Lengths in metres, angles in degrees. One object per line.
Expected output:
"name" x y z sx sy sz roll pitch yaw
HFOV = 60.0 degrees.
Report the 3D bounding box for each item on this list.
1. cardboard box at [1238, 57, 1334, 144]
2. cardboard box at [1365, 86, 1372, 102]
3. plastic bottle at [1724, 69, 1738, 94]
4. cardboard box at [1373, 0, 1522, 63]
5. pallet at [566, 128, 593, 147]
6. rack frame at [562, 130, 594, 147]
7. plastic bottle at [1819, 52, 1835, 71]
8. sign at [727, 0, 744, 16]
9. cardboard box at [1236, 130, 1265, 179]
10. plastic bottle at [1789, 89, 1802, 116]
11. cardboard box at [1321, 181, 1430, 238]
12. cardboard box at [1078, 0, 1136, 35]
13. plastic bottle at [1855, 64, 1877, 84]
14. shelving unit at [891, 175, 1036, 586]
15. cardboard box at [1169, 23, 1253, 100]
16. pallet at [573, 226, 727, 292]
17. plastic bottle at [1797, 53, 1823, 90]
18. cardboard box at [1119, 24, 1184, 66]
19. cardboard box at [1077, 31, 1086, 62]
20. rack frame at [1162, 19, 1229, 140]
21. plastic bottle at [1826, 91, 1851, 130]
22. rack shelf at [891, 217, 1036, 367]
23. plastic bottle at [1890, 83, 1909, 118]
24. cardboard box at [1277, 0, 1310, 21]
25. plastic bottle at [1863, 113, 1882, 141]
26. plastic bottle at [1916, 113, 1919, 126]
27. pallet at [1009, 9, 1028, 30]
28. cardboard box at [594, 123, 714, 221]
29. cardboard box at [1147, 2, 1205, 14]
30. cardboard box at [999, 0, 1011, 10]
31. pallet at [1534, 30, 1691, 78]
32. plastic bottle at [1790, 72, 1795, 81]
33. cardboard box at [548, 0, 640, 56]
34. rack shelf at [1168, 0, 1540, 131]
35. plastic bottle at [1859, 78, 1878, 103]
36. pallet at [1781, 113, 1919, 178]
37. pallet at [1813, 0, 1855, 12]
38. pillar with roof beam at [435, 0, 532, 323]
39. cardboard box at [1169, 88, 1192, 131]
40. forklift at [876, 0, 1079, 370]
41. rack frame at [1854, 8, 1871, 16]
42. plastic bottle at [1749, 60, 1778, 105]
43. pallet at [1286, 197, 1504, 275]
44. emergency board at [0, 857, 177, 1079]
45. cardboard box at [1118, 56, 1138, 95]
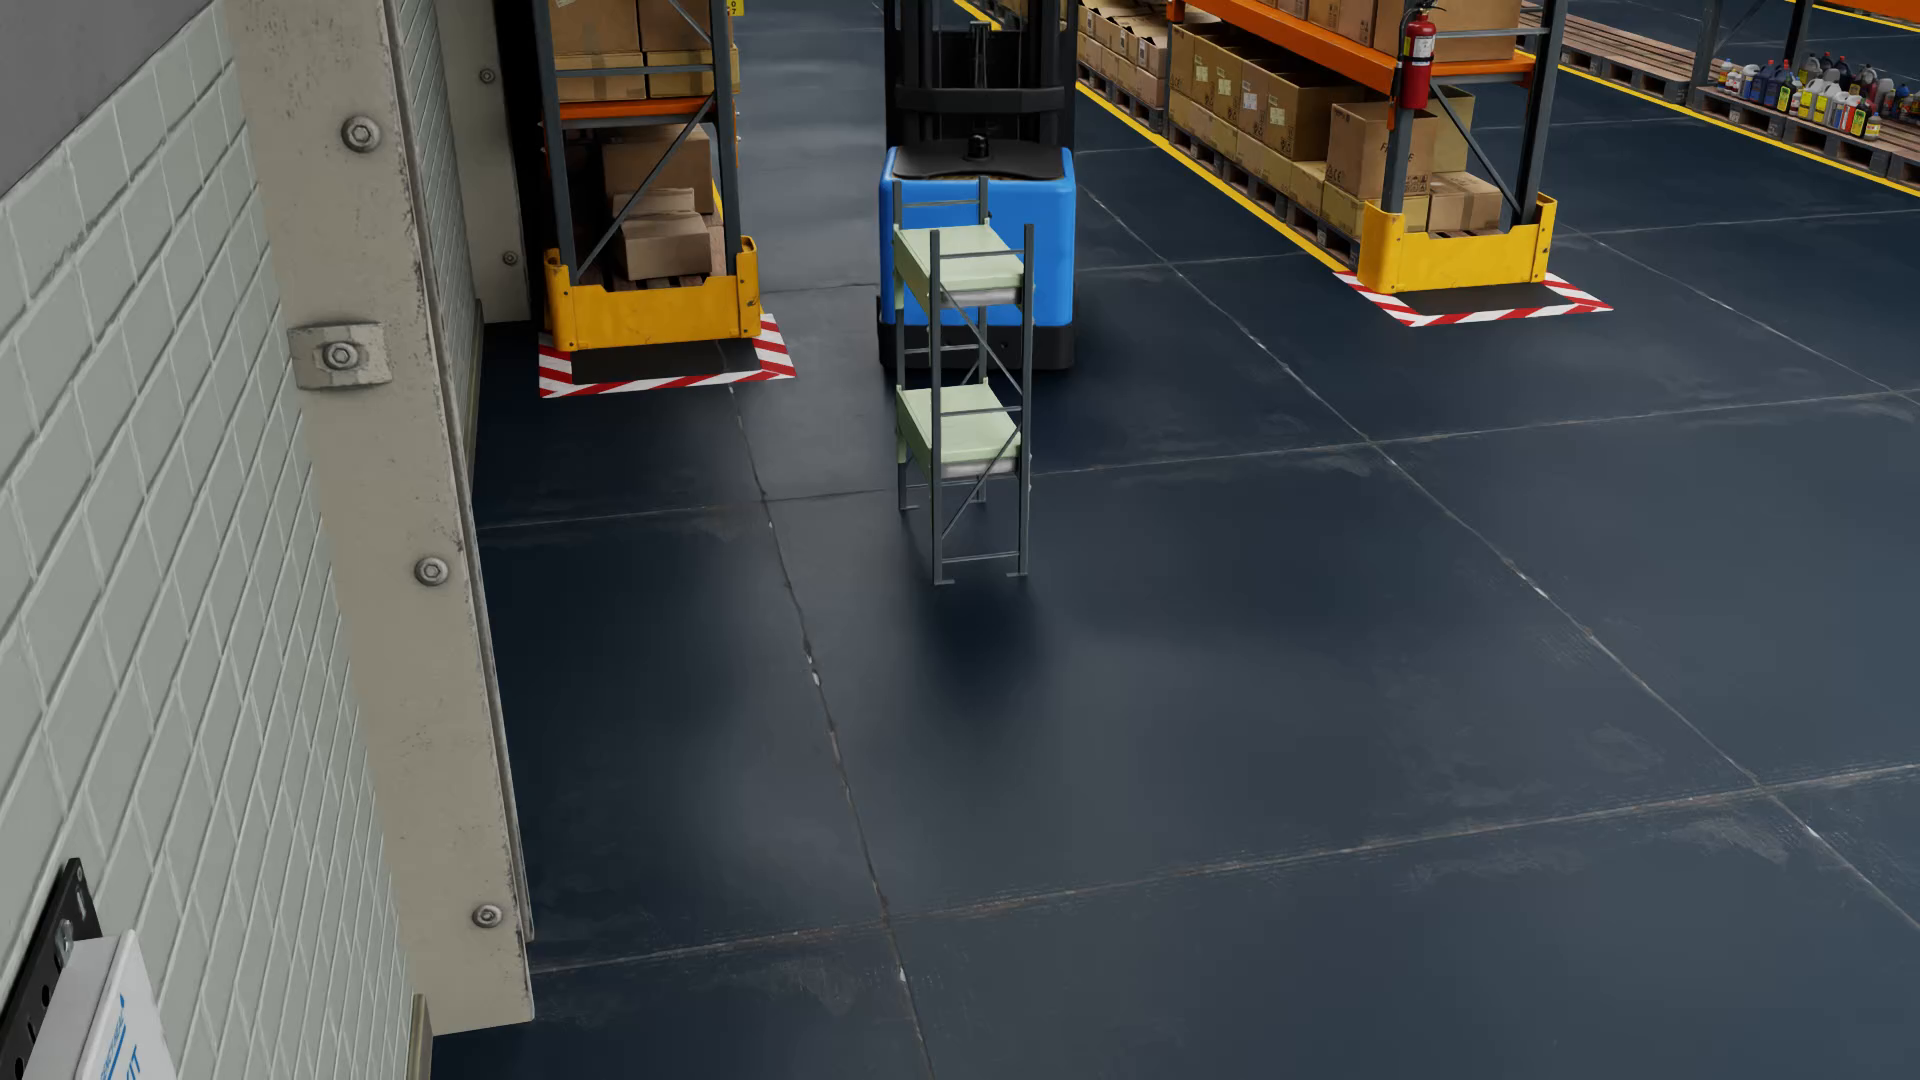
"cardboard box" 2.336 -3.155 11.926 0.500 0.500 0.500 -6 27 -12
"cardboard box" 2.954 -2.989 11.595 0.500 0.500 0.500 -6 27 -12
"plastic bottle" 6.691 -3.974 14.411 0.097 0.201 0.097 0 27 0
"cardboard box" 3.005 -3.249 10.247 0.700 0.500 0.500 -6 27 -12
"pallet" -2.806 -3.346 13.646 1.003 0.211 1.213 -6 27 -12
"rack frame" -2.629 -4.250 12.340 1.000 3.000 0.127 -6 27 -12
"plastic bottle" 7.449 -4.016 14.329 0.144 0.351 0.185 -7 28 -13
"sign" -1.199 -2.935 8.776 0.100 0.325 0.005 -6 27 -12
"cardboard box" 2.339 -2.821 12.095 0.500 0.250 0.500 -6 27 -12
"plastic bottle" 6.884 -3.597 13.664 0.097 0.201 0.097 0 27 0
"cardboard box" 2.689 -2.164 10.793 0.500 0.250 0.500 -6 27 -12
"cardboard box" 1.366 -5.007 15.804 0.500 0.311 0.500 -7 28 -13
"plastic bottle" 7.565 -3.790 13.881 0.144 0.351 0.185 -6 27 -12
"shelving unit" 0.002 -0.667 6.906 0.431 1.500 0.755 -6 27 -12
"cardboard box" 1.996 -3.814 13.230 0.500 0.500 0.500 -6 27 -12
"pallet" -1.893 -1.642 10.270 1.003 0.211 1.213 -6 27 -12
"plastic bottle" 7.309 -4.001 14.300 0.144 0.351 0.185 -6 27 -12
"cardboard box" 1.702 -4.341 14.485 0.500 0.311 0.500 -5 27 -10
"cardboard box" 1.364 -4.762 15.942 0.500 0.250 0.500 -7 28 -13
"rack frame" 2.196 -4.754 13.340 1.000 3.000 0.127 -6 27 -12
"plastic bottle" 7.022 -3.416 13.224 0.152 0.276 0.135 -7 28 -13
"rack shelf" 0.002 -1.015 6.730 0.431 0.370 0.720 -6 27 -12
"plastic bottle" 7.674 -3.589 13.571 0.097 0.271 0.097 0 27 0
"cardboard box" 2.653 -3.928 11.593 0.700 0.500 0.500 -5 27 -10
"plastic bottle" 7.084 -3.209 12.895 0.097 0.201 0.097 0 27 0
"plastic bottle" 7.742 -3.456 13.308 0.097 0.271 0.097 0 27 0
"pallet" 1.163 -5.597 18.105 1.003 0.211 1.213 -6 27 -12
"cardboard box" -2.041 -2.464 11.089 0.700 0.500 0.500 -8 28 -15
"cardboard box" 1.998 -4.846 15.485 0.500 0.311 0.500 -5 27 -10
"cardboard box" 0.739 -6.205 18.500 0.500 0.500 0.500 -7 28 -13
"pallet" 6.530 -4.888 16.700 1.003 0.211 1.213 -6 27 -12
"plastic bottle" 6.951 -3.786 13.962 0.097 0.271 0.097 0 27 0
"cardboard box" -2.041 -2.956 9.089 0.500 0.500 0.500 -6 27 -12
"rack shelf" 2.647 -3.555 11.763 1.077 0.370 4.000 -6 27 -12
"plastic bottle" 7.494 -3.677 13.733 0.061 0.283 0.133 -6 27 -12
"pallet" 7.412 -3.175 13.306 1.003 0.211 1.213 -6 27 -12
"pallet" 10.843 -6.623 20.138 1.003 0.211 1.213 -6 27 -12
"pillar with roof beam" 1.466 -5.828 8.811 9.100 9.000 0.400 -6 27 -12
"cardboard box" 2.005 -3.480 13.401 0.500 0.250 0.500 -6 27 -12
"forklift" 0.123 -2.842 9.628 1.130 2.935 3.031 1 27 1
"rack frame" 10.947 -7.515 18.809 1.000 3.000 0.127 -6 27 -12
"plastic bottle" 6.801 -3.873 14.046 0.144 0.351 0.185 -5 27 -10
"pallet" 2.885 -2.085 11.146 1.003 0.211 1.213 -6 27 -12
"emergency board" -0.856 1.010 1.921 0.194 1.169 0.643 -6 27 -12
"cardboard box" 1.708 -4.089 14.608 0.500 0.250 0.500 -6 27 -12
